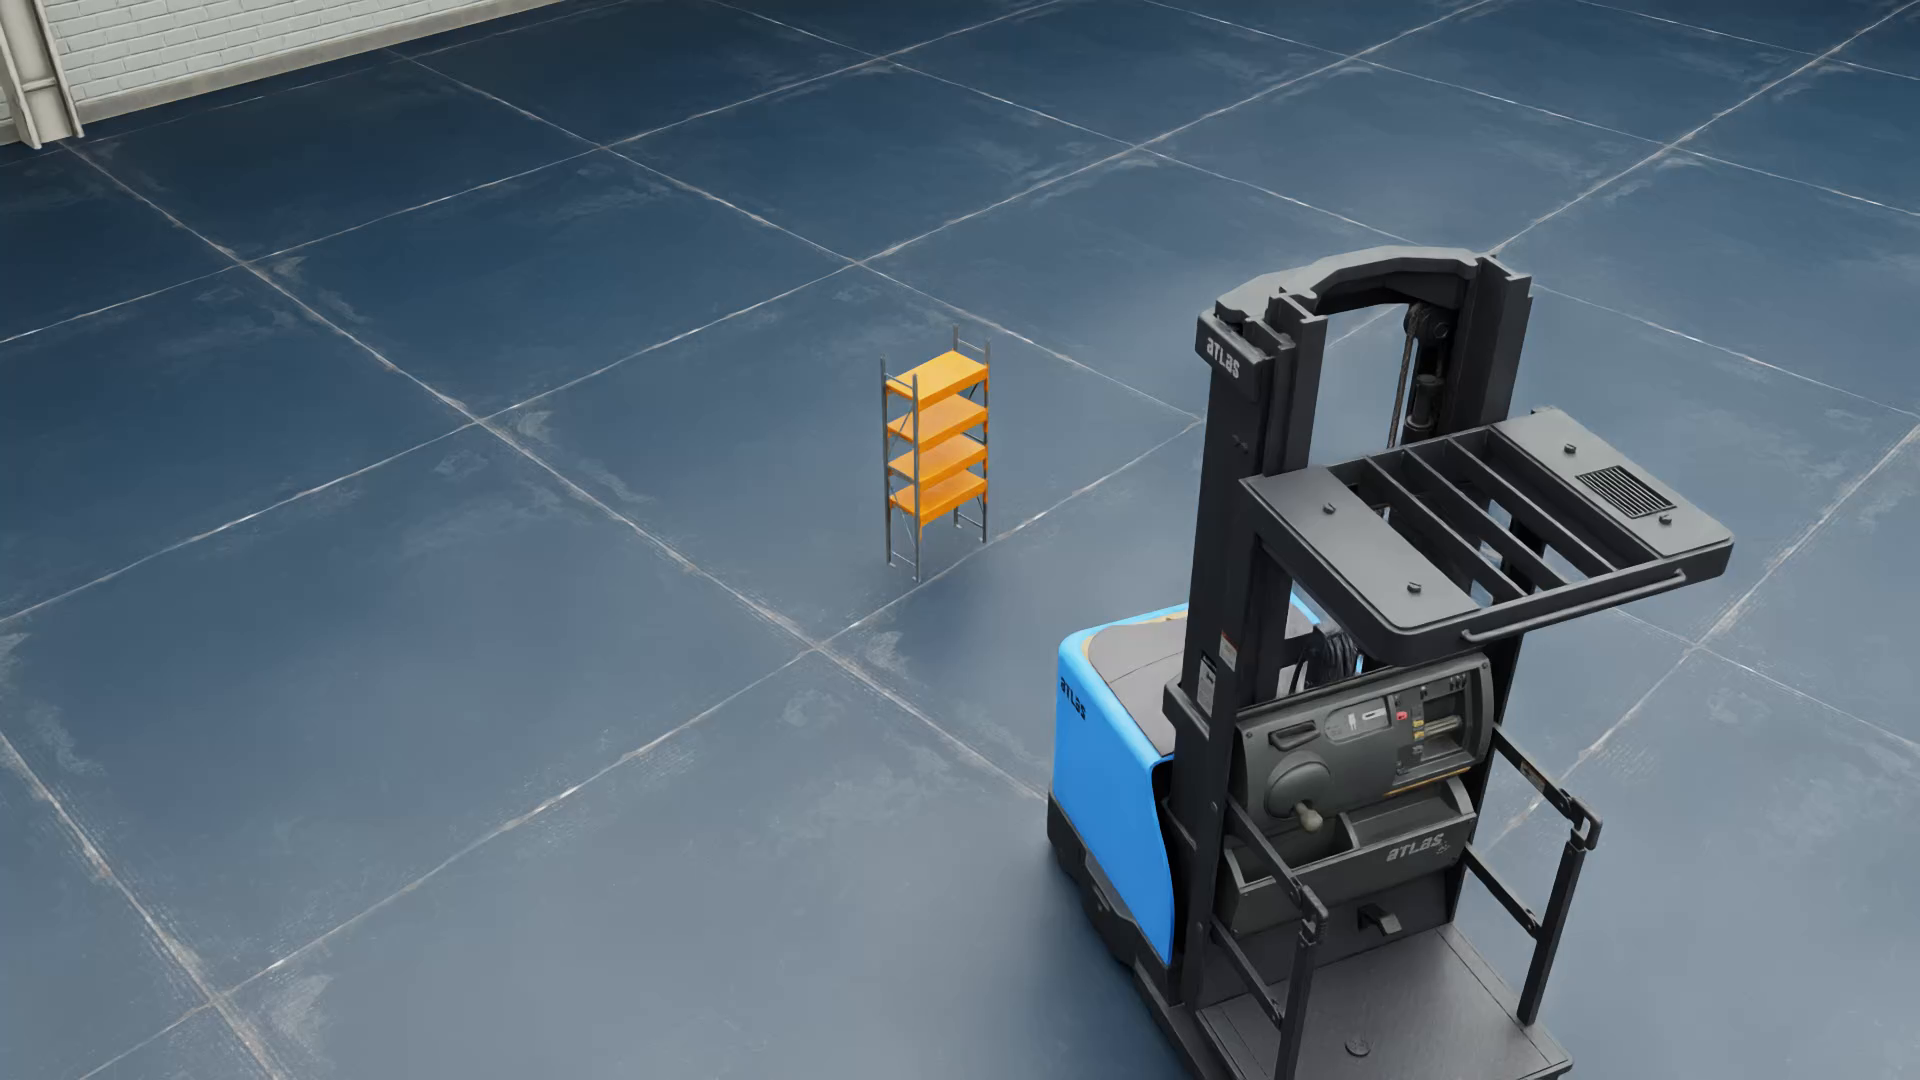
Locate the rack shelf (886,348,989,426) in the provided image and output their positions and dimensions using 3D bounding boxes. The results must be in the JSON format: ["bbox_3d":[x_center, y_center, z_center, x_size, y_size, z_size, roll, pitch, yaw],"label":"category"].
[{"bbox_3d":[-0.117,-0.747,8.076,0.258,0.148,0.480,30,45,35],"label":"rack shelf"}]

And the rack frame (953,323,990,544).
[{"bbox_3d":[0.055,-0.524,8.443,0.240,1.200,0.015,30,45,35],"label":"rack frame"}]

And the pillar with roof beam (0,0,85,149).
[{"bbox_3d":[-4.249,-5.193,8.321,9.100,9.000,0.400,30,45,35],"label":"pillar with roof beam"}]

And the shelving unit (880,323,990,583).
[{"bbox_3d":[-0.117,-0.425,8.301,0.258,1.200,0.503,30,45,35],"label":"shelving unit"}]

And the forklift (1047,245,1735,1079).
[{"bbox_3d":[1.392,0.716,5.152,1.130,2.935,3.031,-13,37,-18],"label":"forklift"}]

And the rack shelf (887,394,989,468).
[{"bbox_3d":[-0.117,-0.553,8.212,0.258,0.148,0.480,30,45,35],"label":"rack shelf"}]

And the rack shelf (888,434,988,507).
[{"bbox_3d":[-0.117,-0.370,8.340,0.258,0.148,0.480,30,45,35],"label":"rack shelf"}]

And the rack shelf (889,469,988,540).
[{"bbox_3d":[-0.117,-0.207,8.453,0.258,0.148,0.480,30,45,35],"label":"rack shelf"}]

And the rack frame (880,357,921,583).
[{"bbox_3d":[-0.289,-0.326,8.159,0.240,1.200,0.015,30,45,35],"label":"rack frame"}]
